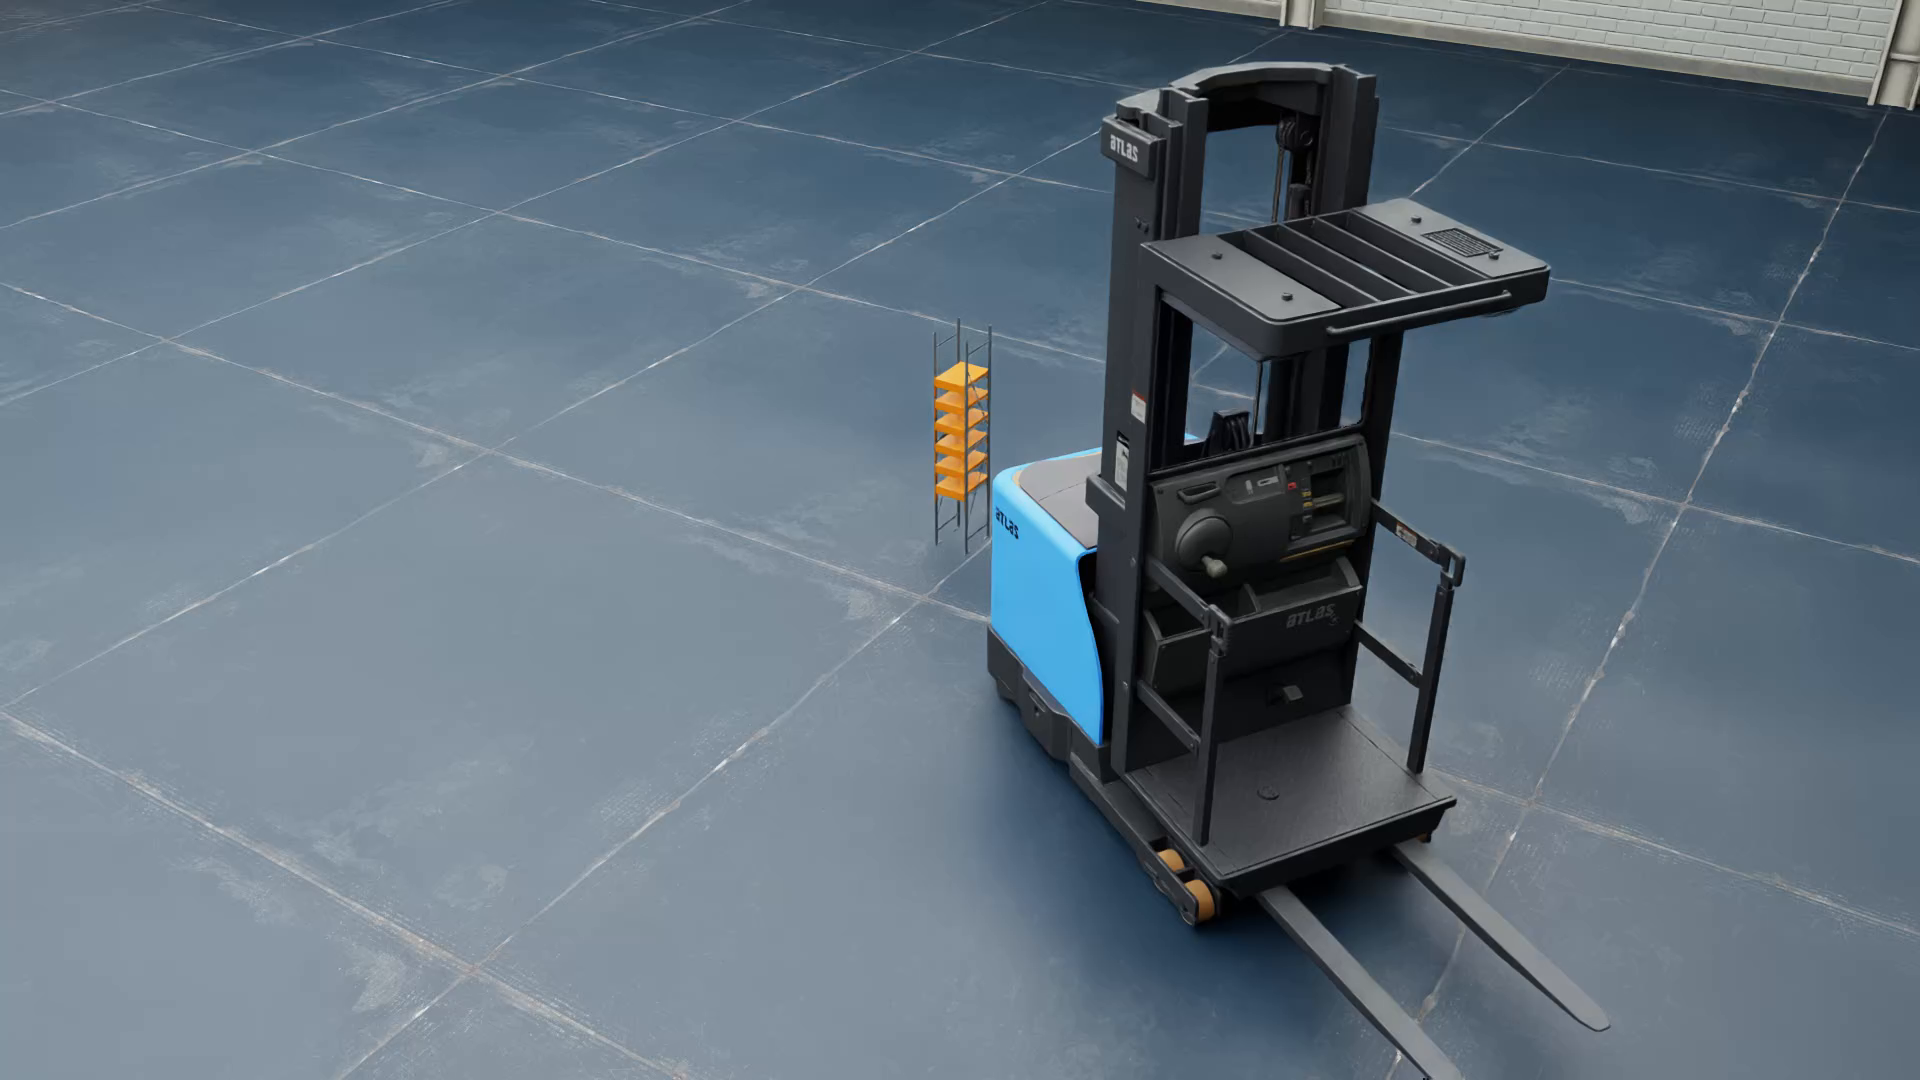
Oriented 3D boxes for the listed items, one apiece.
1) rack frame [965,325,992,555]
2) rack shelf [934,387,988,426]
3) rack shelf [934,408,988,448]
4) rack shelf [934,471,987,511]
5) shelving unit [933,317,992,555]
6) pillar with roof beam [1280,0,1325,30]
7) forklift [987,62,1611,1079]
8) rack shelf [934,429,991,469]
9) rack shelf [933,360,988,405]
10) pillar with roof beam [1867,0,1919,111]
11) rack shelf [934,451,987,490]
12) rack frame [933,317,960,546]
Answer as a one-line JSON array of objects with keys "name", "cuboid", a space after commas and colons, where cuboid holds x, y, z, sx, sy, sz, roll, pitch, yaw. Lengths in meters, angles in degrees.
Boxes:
[{"name": "rack frame", "cuboid": [0.090, -0.490, 8.399, 0.006, 1.200, 0.240, 18, 35, 27]}, {"name": "rack shelf", "cuboid": [0.012, -0.683, 8.342, 0.180, 0.103, 0.258, 18, 35, 27]}, {"name": "rack shelf", "cuboid": [0.012, -0.580, 8.403, 0.180, 0.103, 0.258, 18, 35, 27]}, {"name": "rack shelf", "cuboid": [0.012, -0.269, 8.584, 0.180, 0.103, 0.258, 18, 35, 27]}, {"name": "shelving unit", "cuboid": [0.012, -0.514, 8.441, 0.189, 1.200, 0.258, 18, 35, 27]}, {"name": "pillar with roof beam", "cuboid": [1.538, -7.826, 13.234, 0.400, 9.000, 9.100, 18, 35, 27]}, {"name": "forklift", "cuboid": [1.215, -0.071, 5.964, 1.130, 2.935, 3.031, -14, 33, -22]}, {"name": "rack shelf", "cuboid": [0.012, -0.476, 8.463, 0.180, 0.103, 0.258, 18, 35, 27]}, {"name": "rack shelf", "cuboid": [0.012, -0.787, 8.282, 0.180, 0.103, 0.258, 18, 35, 27]}, {"name": "pillar with roof beam", "cuboid": [6.620, -6.218, 10.479, 0.400, 9.000, 9.100, 18, 35, 27]}, {"name": "rack shelf", "cuboid": [0.012, -0.372, 8.524, 0.180, 0.103, 0.258, 18, 35, 27]}, {"name": "rack frame", "cuboid": [-0.065, -0.539, 8.483, 0.006, 1.200, 0.240, 18, 35, 27]}]
